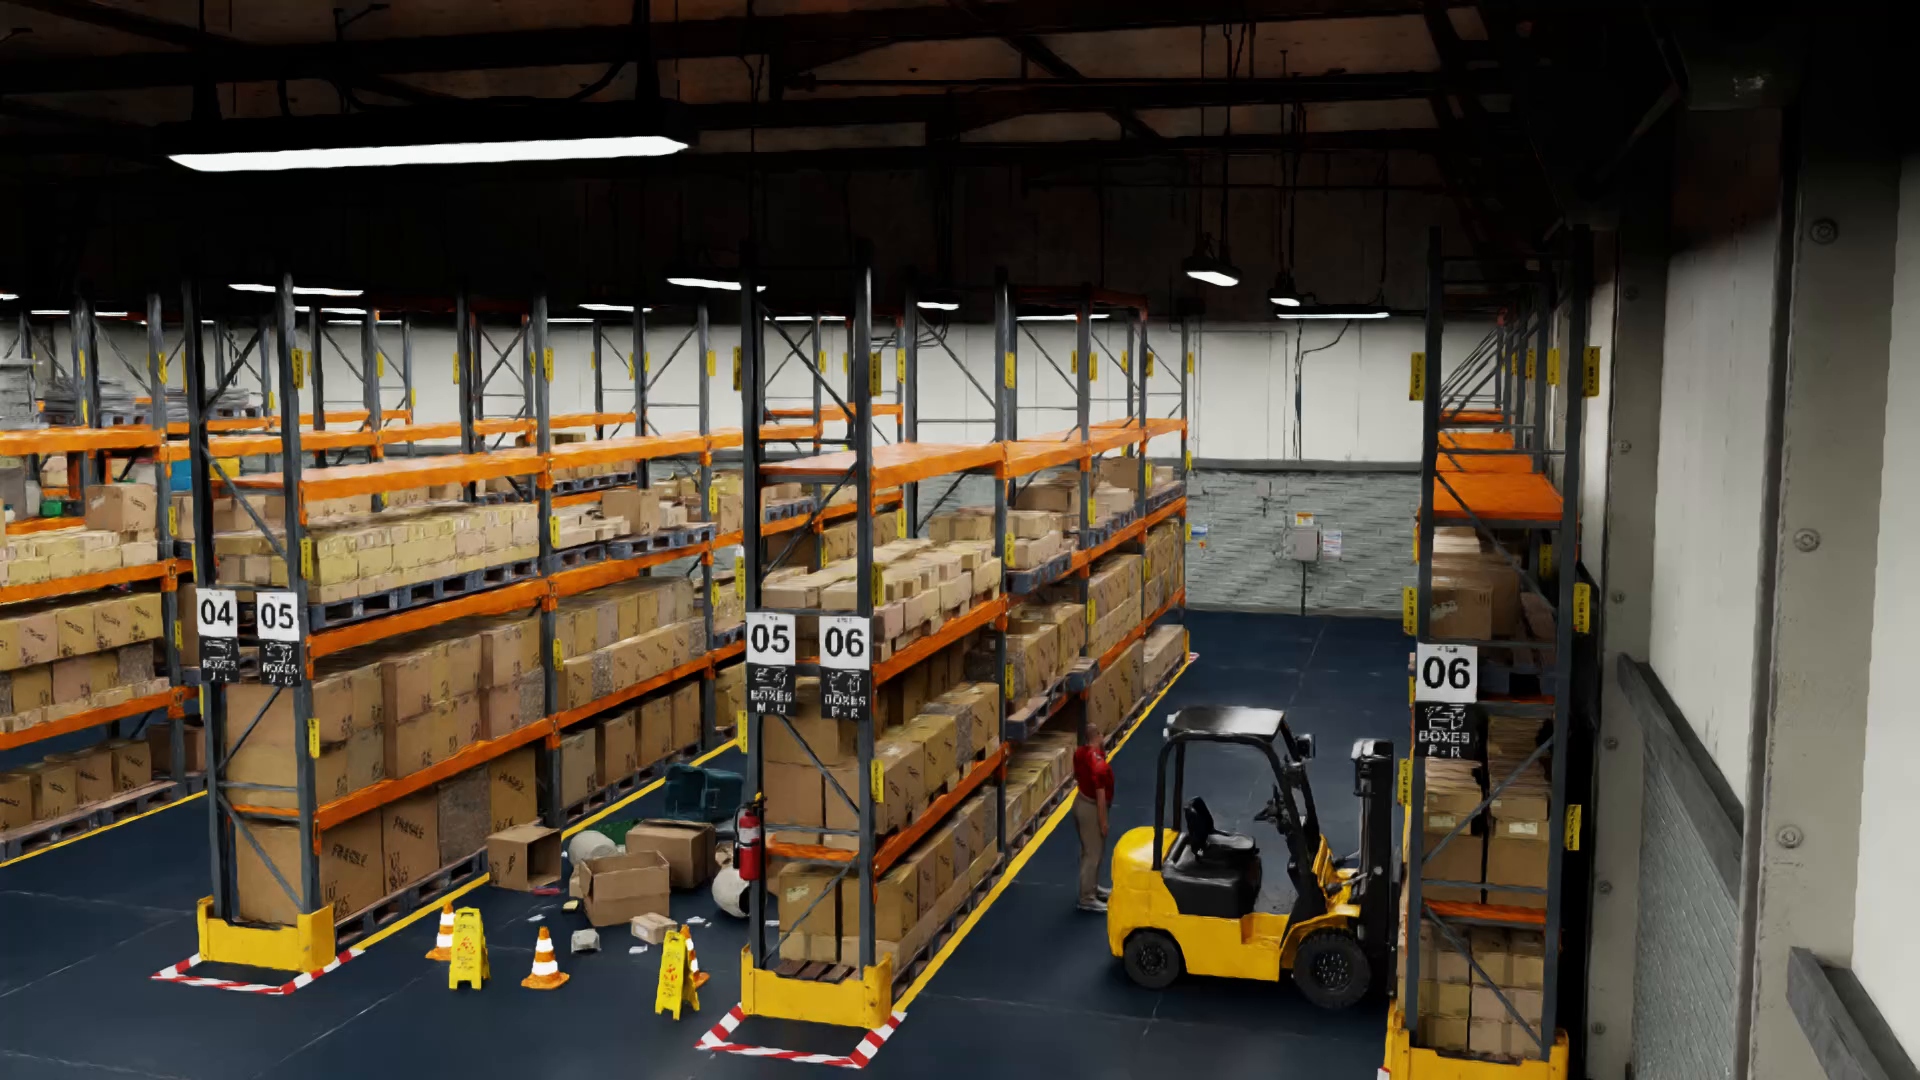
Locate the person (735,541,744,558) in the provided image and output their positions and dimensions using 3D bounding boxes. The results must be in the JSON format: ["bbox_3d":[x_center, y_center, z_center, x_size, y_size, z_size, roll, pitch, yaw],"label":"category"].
[{"bbox_3d":[-4.126,0.655,32.513,0.581,1.773,0.588,-5,8,-37],"label":"person"}]

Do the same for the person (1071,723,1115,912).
[{"bbox_3d":[1.282,2.560,15.567,0.456,1.729,0.593,-2,7,-15],"label":"person"}]
